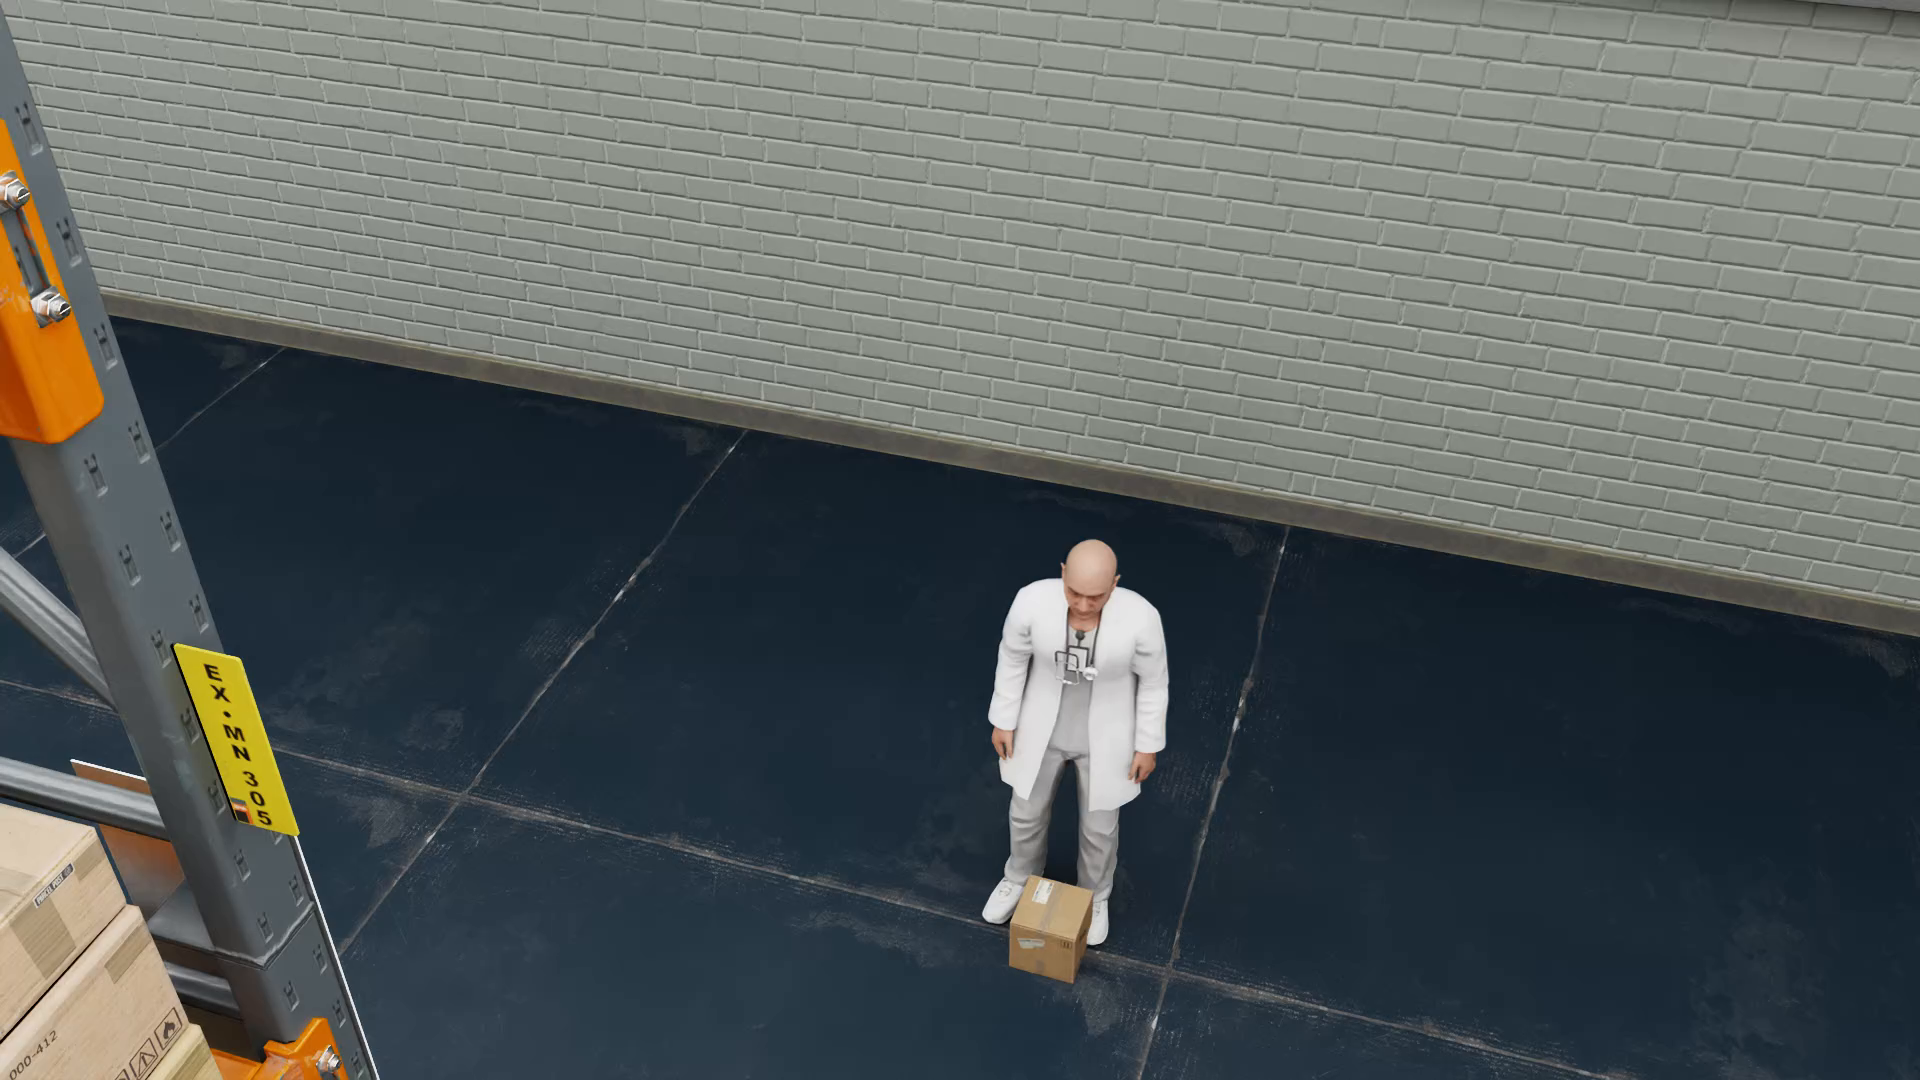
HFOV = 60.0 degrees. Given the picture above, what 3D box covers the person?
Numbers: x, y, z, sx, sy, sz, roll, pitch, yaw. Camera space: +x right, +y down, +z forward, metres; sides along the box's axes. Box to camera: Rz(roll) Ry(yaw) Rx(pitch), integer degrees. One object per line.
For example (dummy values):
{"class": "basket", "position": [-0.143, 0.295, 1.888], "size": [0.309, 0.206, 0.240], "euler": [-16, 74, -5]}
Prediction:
{"class": "person", "position": [0.415, 0.701, 5.962], "size": [0.644, 1.772, 0.429], "euler": [9, 37, 12]}
